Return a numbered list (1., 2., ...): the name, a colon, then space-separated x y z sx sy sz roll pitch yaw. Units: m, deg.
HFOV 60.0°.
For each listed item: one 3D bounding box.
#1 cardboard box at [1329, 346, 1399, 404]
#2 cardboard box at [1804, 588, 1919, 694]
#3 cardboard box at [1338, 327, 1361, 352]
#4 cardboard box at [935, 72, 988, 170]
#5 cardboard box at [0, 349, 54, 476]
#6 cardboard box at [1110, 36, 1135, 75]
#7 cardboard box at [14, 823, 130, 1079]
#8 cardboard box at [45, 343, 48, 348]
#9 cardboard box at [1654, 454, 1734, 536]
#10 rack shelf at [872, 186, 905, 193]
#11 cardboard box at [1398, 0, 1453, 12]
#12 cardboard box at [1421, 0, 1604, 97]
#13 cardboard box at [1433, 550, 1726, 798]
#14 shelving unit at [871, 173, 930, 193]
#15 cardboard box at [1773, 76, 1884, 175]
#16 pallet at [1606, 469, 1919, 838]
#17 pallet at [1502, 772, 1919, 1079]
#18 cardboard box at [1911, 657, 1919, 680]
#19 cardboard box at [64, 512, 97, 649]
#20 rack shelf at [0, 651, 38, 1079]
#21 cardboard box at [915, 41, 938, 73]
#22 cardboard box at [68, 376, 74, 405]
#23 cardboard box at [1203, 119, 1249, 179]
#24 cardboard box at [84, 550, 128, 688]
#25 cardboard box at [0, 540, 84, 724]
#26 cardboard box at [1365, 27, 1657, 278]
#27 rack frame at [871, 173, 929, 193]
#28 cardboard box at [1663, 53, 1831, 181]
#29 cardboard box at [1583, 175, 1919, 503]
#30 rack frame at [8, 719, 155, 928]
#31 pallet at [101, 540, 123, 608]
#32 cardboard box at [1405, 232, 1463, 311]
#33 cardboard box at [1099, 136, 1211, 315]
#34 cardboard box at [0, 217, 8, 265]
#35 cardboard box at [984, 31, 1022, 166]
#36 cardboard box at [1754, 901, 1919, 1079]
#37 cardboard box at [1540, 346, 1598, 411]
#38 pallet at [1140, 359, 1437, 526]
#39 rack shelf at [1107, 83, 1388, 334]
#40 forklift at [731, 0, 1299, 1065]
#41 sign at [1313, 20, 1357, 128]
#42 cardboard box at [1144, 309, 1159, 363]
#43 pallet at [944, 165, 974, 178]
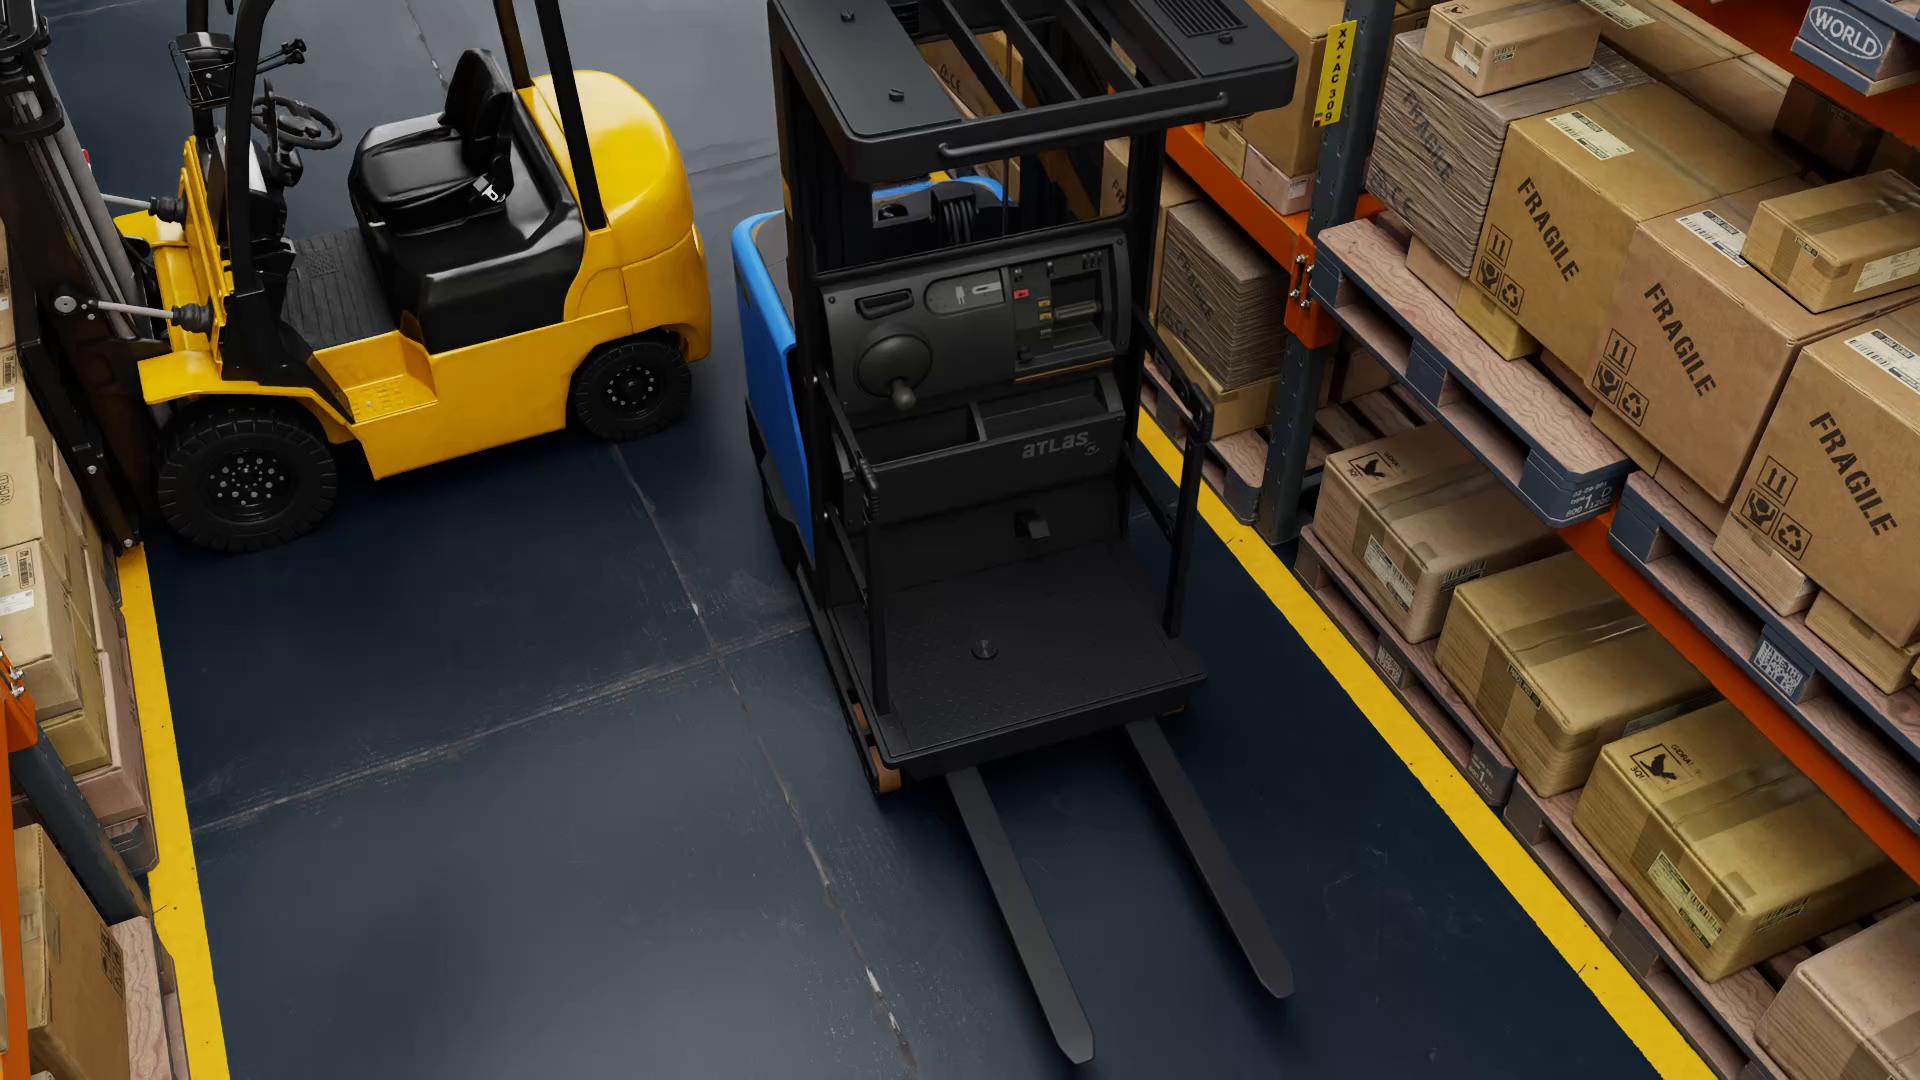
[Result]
1. cardboard box: 1.588 -0.850 6.634 0.500 0.250 0.500 -20 48 -19
2. cardboard box: 2.198 0.162 3.830 0.380 0.149 0.250 -19 48 -19
3. cardboard box: 1.588 -1.117 6.371 0.500 0.500 0.500 -16 47 -16
4. cardboard box: 0.205 -2.020 7.820 0.500 0.250 0.500 -16 47 -16
5. cardboard box: -3.255 -0.325 5.390 0.500 0.250 0.500 -17 47 -16
6. cardboard box: 0.749 -1.895 6.214 0.380 0.149 0.250 -19 48 -18
7. cardboard box: -2.681 1.270 4.219 0.875 0.625 0.625 -16 47 -16
8. cardboard box: -3.460 -0.469 5.893 0.500 0.250 0.500 -18 47 -18
9. cardboard box: 1.995 -0.184 4.180 0.380 0.149 0.250 -18 47 -17
10. rack shelf: -0.308 -1.265 6.453 0.258 0.148 0.480 -14 46 -13
11. cardboard box: 1.603 -2.065 5.212 0.700 0.500 0.500 -18 48 -18
12. cardboard box: 1.468 -1.341 4.429 0.380 0.149 0.250 -18 47 -18
13. cardboard box: 2.119 0.353 5.328 0.950 0.372 0.625 -15 47 -15
14. shelving unit: -0.308 -1.153 6.562 0.258 1.200 0.503 -14 46 -13
15. cardboard box: 2.292 -1.082 4.167 0.380 0.149 0.250 -19 48 -19
16. pallet: 2.404 0.145 4.104 1.003 0.211 1.213 -18 47 -17
17. pallet: 2.437 1.044 5.042 1.003 0.211 1.213 -18 47 -17
18. cardboard box: 2.389 0.180 3.350 0.500 0.500 0.500 -21 48 -20
19. cardboard box: -3.048 0.177 5.238 0.500 0.250 0.500 -18 47 -18
20. rack shelf: -2.070 1.776 2.827 1.077 0.370 4.000 -18 47 -17
21. cardboard box: 0.008 -2.599 7.873 0.500 0.500 0.500 -20 48 -19
22. cardboard box: -3.467 -0.303 6.080 0.500 0.250 0.500 -17 47 -16
23. cardboard box: 1.068 -1.405 5.718 0.380 0.149 0.250 -17 47 -17
24. cardboard box: -3.041 0.349 5.419 0.500 0.250 0.500 -19 48 -18
25. cardboard box: -2.829 0.318 4.739 0.500 0.250 0.500 -19 48 -18
26. cardboard box: 1.528 -1.131 4.678 0.500 0.500 0.500 -17 47 -16
27. rack frame: -0.228 -0.992 6.396 0.240 1.200 0.015 -14 46 -13
28. cardboard box: 2.203 -0.972 4.517 0.500 0.500 0.500 -18 47 -17
29. cardboard box: 1.935 -0.493 4.032 0.500 0.500 0.500 -18 47 -18
30. rack frame: -2.911 0.245 3.866 1.000 3.000 0.127 -18 47 -17
31. pallet: -3.724 -0.060 6.160 1.003 0.211 1.213 -18 47 -17
32. cardboard box: 1.537 -0.838 4.843 0.380 0.149 0.250 -17 47 -17
33. cardboard box: 0.884 -1.282 6.539 0.500 0.500 0.500 -17 47 -17
34. cardboard box: -3.675 -0.987 6.061 0.500 0.250 0.500 -17 47 -17
35. cardboard box: 0.435 -1.945 7.210 0.500 0.500 0.500 -17 47 -17
36. cardboard box: 2.727 1.281 4.388 0.950 0.372 0.625 -19 48 -18
37. cardboard box: 1.823 -0.518 4.519 0.380 0.149 0.250 -15 47 -15
38. pallet: 1.277 -0.648 6.757 1.003 0.211 1.213 -18 47 -17
39. rack shelf: 0.750 -2.242 6.898 1.077 0.370 4.000 -18 47 -17
40. forklift: 0.133 -0.547 4.718 1.130 2.935 3.031 -14 46 -13
41. sign: 1.102 -1.366 4.883 0.100 0.325 0.005 -18 47 -17
42. cardboard box: 0.866 -1.028 6.815 0.500 0.250 0.500 -19 48 -18
43. pallet: 0.251 -2.203 8.332 1.003 0.211 1.213 -18 47 -17
